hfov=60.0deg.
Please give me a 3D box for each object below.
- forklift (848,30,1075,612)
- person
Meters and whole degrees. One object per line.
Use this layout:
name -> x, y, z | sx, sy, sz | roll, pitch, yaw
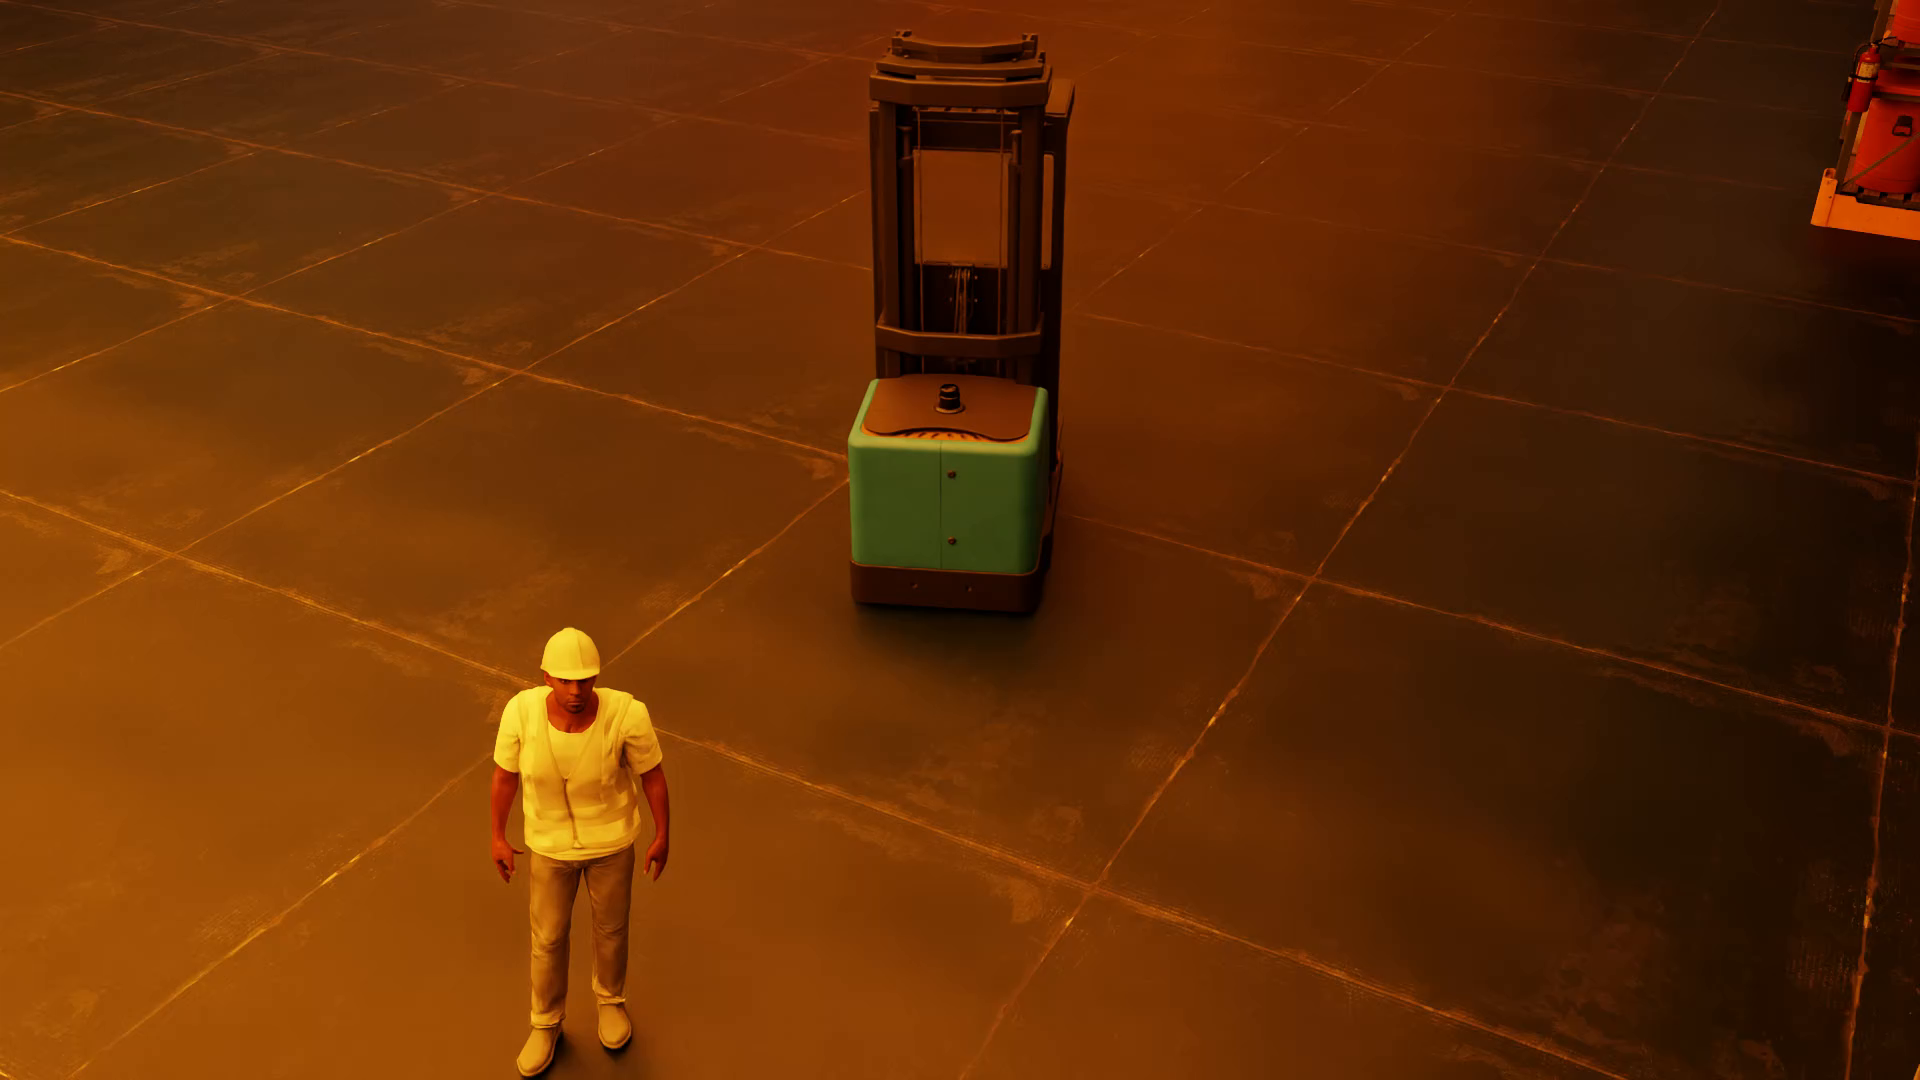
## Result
forklift -> 0.075, -1.584, 9.815 | 1.130, 2.935, 3.031 | 3, 30, 6
person -> -1.417, 1.162, 6.208 | 0.665, 1.769, 0.574 | -3, 30, -5
